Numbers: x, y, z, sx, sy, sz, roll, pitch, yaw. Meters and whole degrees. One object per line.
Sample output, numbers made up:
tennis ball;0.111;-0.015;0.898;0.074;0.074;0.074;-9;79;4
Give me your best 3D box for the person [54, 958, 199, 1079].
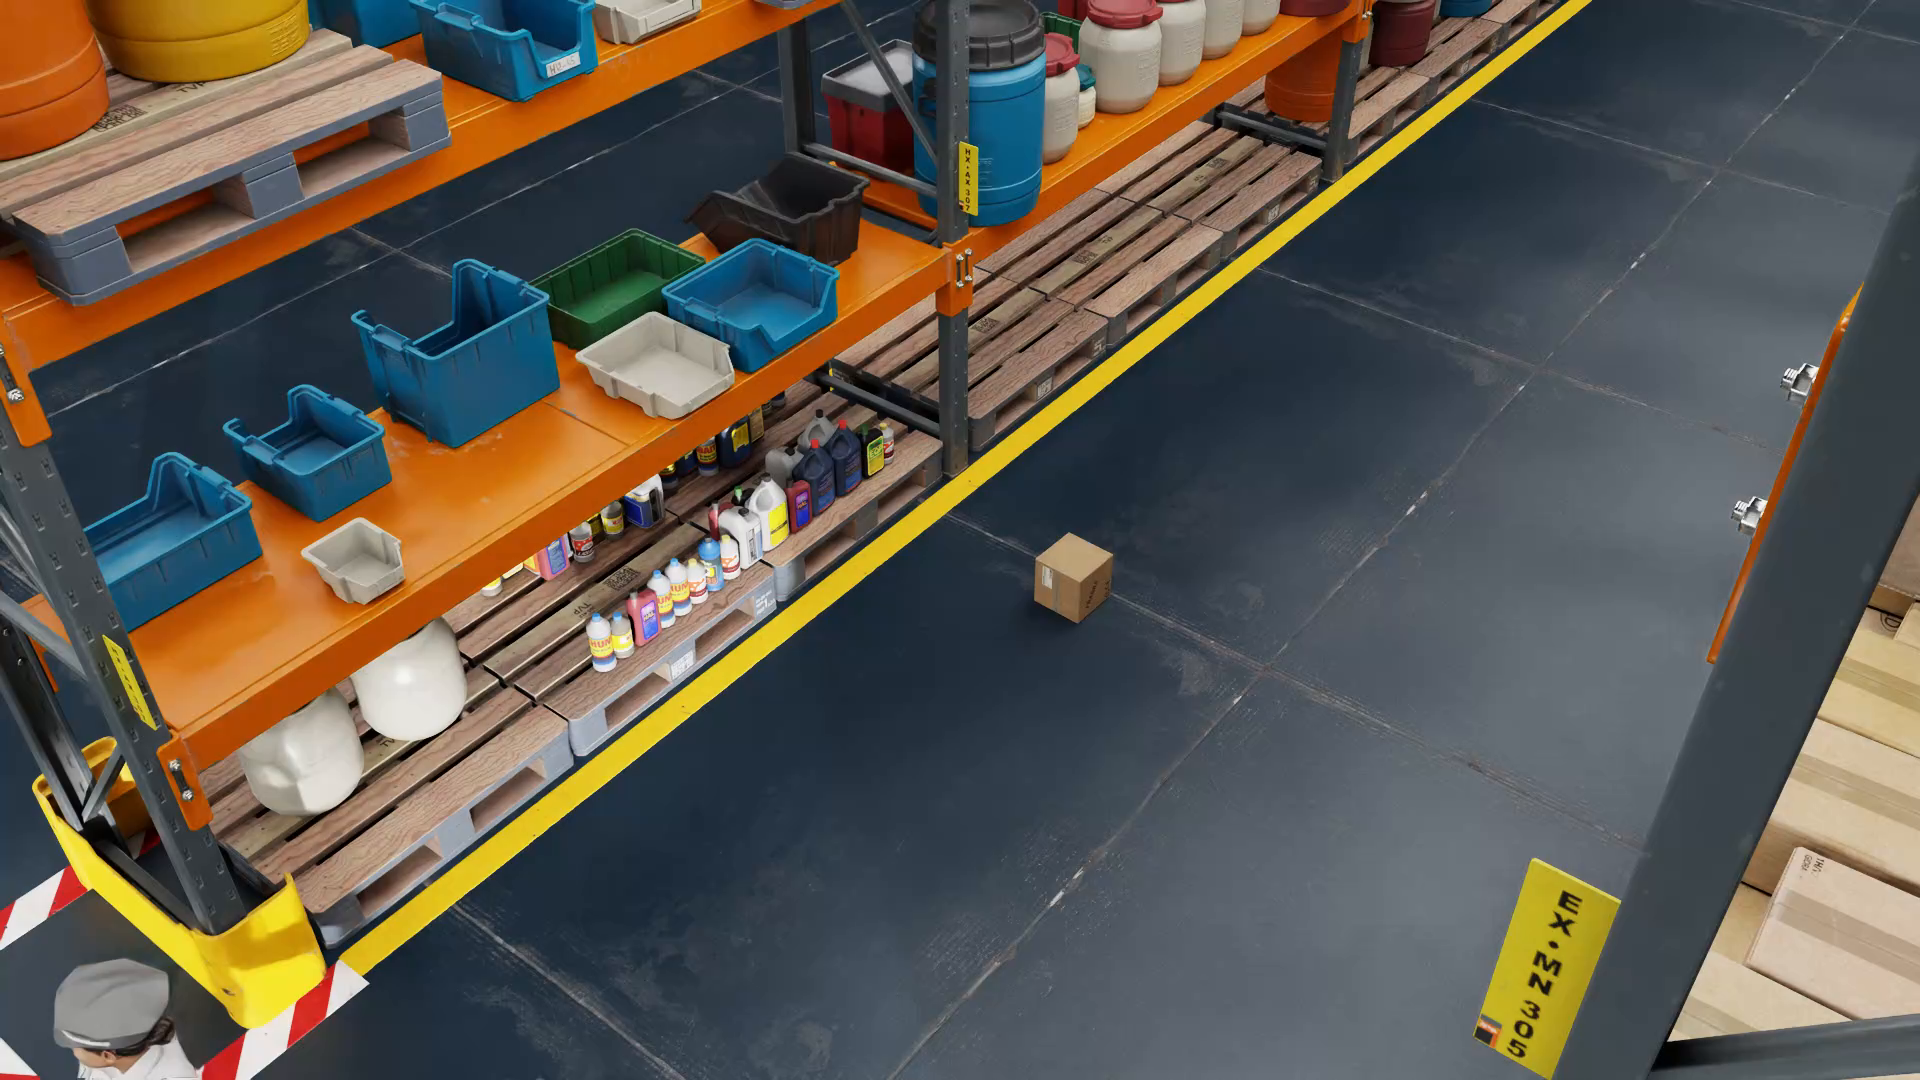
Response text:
person;-2.103;1.713;4.484;0.940;1.627;0.510;-29;47;-31
